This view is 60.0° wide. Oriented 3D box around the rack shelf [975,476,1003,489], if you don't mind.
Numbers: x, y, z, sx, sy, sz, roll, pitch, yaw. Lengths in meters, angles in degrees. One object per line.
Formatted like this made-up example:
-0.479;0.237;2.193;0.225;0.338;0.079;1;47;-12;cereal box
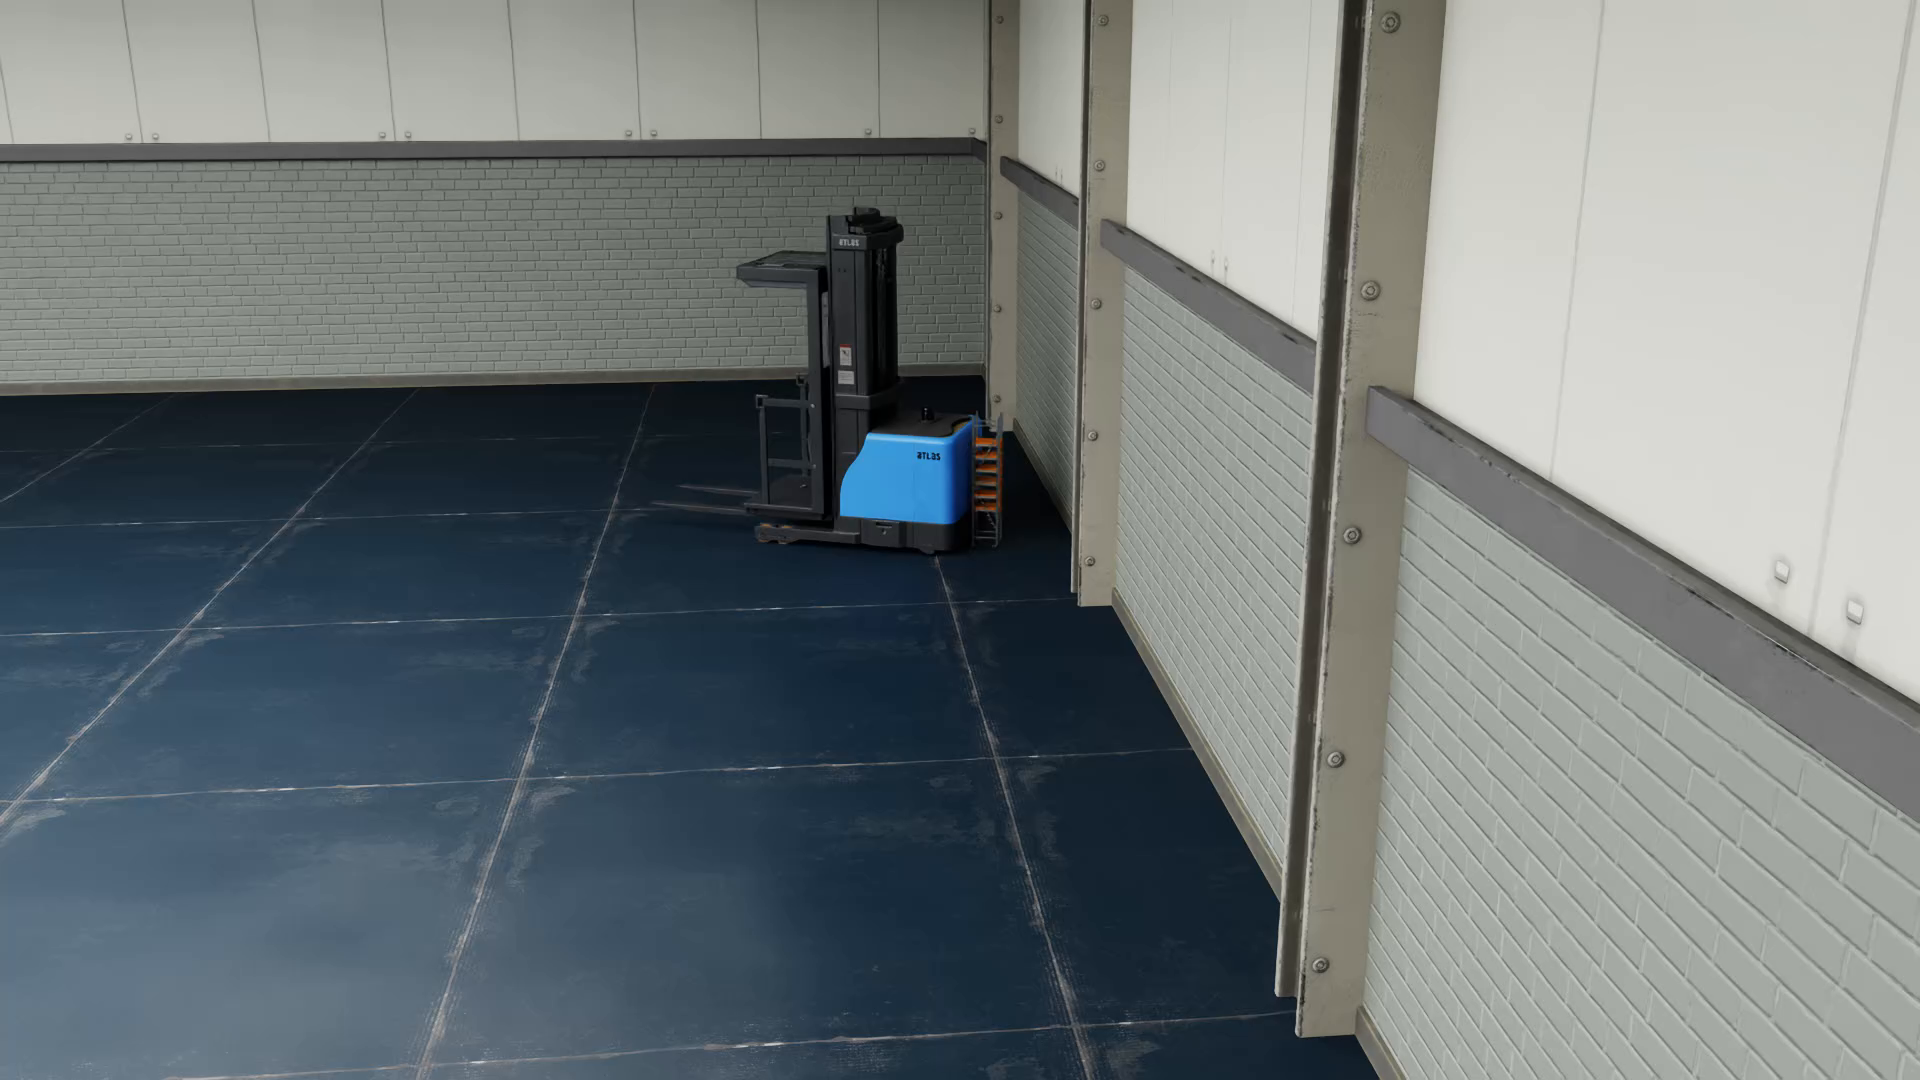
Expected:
0.246;-0.499;14.911;0.258;0.103;0.180;3;18;11;rack shelf

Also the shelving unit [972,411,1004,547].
0.246;-0.541;14.898;0.258;1.200;0.189;3;18;11;shelving unit

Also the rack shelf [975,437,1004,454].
0.246;-0.842;14.803;0.258;0.103;0.180;3;18;11;rack shelf

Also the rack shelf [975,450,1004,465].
0.246;-0.728;14.839;0.258;0.103;0.180;3;18;11;rack shelf

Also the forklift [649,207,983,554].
-1.361;-1.504;15.073;3.031;2.935;1.130;5;18;15;forklift

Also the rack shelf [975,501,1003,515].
0.246;-0.270;14.983;0.258;0.103;0.180;3;18;11;rack shelf

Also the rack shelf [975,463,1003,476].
0.246;-0.613;14.875;0.258;0.103;0.180;3;18;11;rack shelf

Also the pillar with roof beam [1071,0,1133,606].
-3.187;-3.687;11.896;9.100;9.000;0.400;-2;18;-6;pillar with roof beam

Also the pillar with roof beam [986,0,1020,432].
-3.806;-5.474;17.590;9.100;9.000;0.400;-2;18;-6;pillar with roof beam

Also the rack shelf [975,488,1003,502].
0.246;-0.384;14.947;0.258;0.103;0.180;3;18;11;rack shelf

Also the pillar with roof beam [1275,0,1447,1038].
-2.569;-1.899;6.202;9.100;9.000;0.400;-2;18;-6;pillar with roof beam

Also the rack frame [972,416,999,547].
0.228;-0.514;14.812;0.240;1.200;0.006;3;18;11;rack frame

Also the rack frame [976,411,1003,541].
0.264;-0.568;14.983;0.240;1.200;0.006;3;18;11;rack frame
